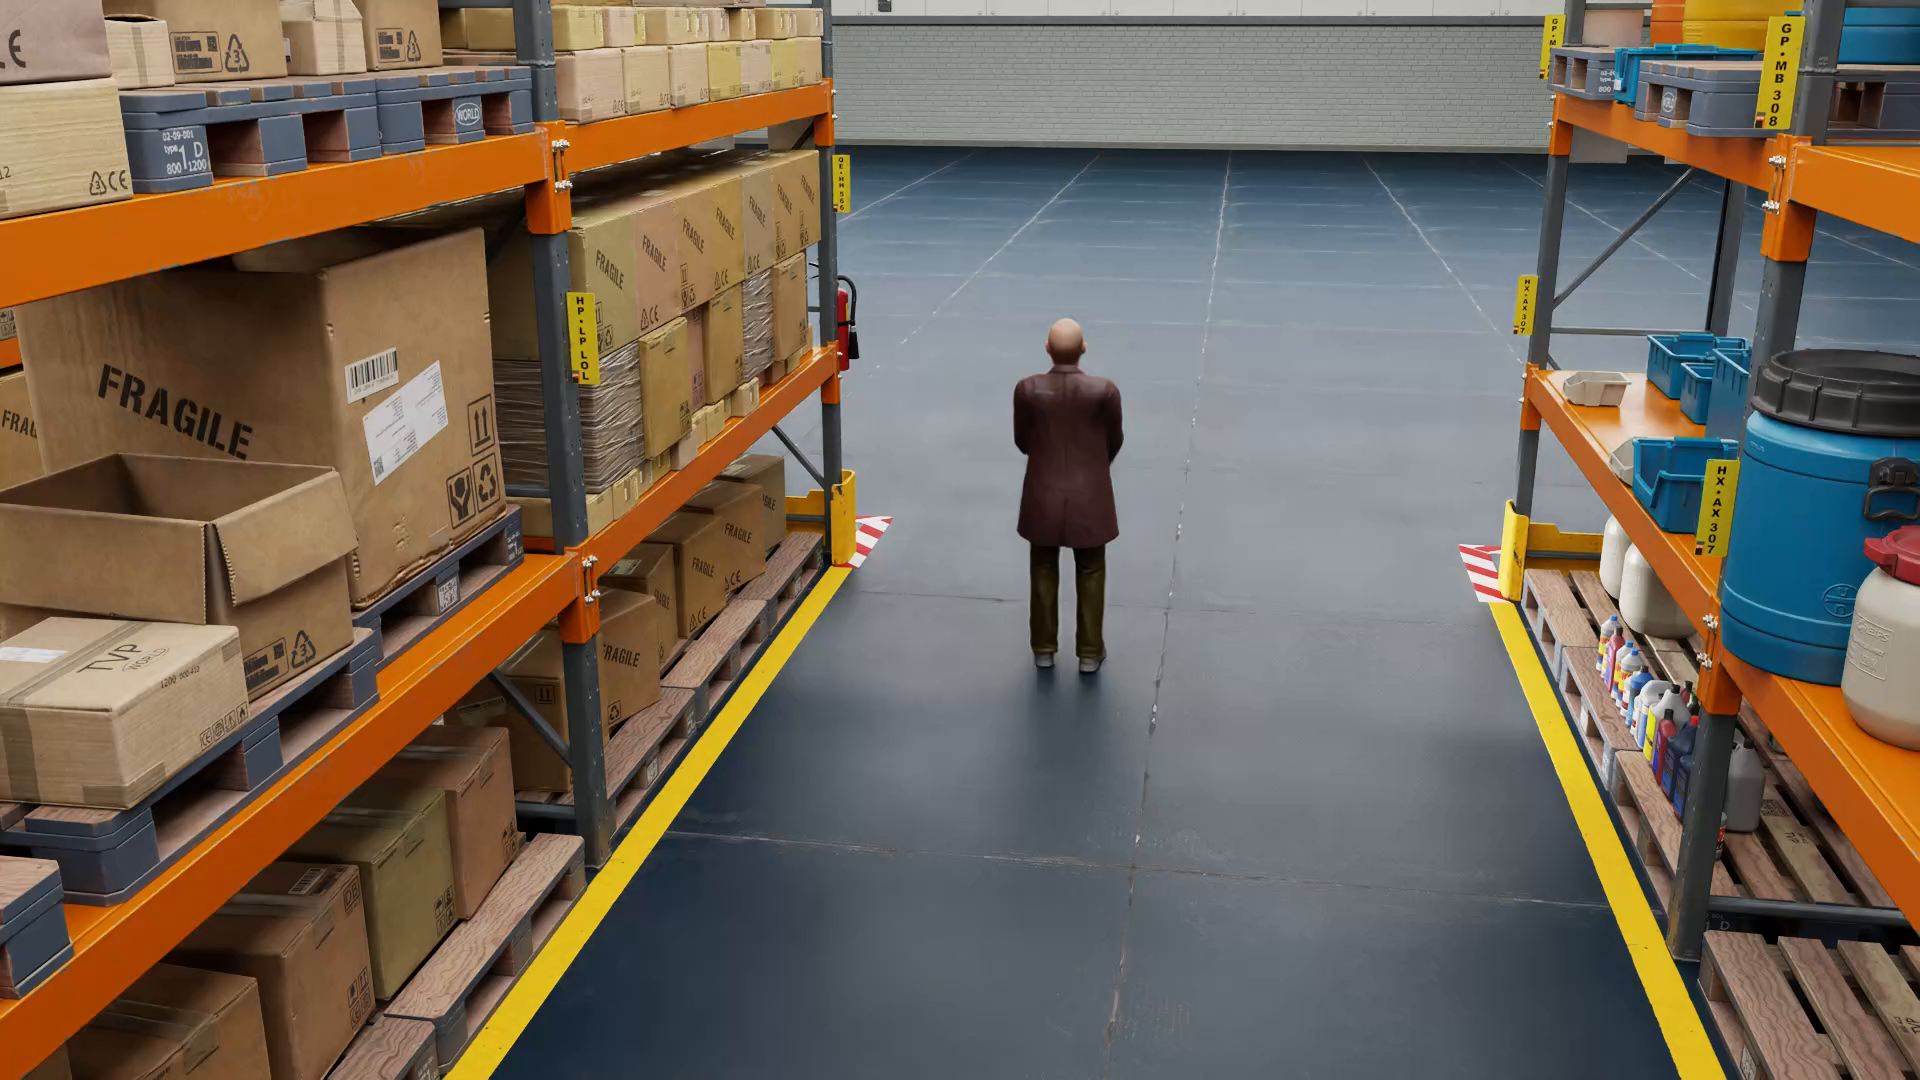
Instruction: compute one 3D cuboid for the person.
[{"bbox_3d":[0.547,-0.251,8.357,0.542,1.779,0.541,3,18,8],"label":"person"}]
